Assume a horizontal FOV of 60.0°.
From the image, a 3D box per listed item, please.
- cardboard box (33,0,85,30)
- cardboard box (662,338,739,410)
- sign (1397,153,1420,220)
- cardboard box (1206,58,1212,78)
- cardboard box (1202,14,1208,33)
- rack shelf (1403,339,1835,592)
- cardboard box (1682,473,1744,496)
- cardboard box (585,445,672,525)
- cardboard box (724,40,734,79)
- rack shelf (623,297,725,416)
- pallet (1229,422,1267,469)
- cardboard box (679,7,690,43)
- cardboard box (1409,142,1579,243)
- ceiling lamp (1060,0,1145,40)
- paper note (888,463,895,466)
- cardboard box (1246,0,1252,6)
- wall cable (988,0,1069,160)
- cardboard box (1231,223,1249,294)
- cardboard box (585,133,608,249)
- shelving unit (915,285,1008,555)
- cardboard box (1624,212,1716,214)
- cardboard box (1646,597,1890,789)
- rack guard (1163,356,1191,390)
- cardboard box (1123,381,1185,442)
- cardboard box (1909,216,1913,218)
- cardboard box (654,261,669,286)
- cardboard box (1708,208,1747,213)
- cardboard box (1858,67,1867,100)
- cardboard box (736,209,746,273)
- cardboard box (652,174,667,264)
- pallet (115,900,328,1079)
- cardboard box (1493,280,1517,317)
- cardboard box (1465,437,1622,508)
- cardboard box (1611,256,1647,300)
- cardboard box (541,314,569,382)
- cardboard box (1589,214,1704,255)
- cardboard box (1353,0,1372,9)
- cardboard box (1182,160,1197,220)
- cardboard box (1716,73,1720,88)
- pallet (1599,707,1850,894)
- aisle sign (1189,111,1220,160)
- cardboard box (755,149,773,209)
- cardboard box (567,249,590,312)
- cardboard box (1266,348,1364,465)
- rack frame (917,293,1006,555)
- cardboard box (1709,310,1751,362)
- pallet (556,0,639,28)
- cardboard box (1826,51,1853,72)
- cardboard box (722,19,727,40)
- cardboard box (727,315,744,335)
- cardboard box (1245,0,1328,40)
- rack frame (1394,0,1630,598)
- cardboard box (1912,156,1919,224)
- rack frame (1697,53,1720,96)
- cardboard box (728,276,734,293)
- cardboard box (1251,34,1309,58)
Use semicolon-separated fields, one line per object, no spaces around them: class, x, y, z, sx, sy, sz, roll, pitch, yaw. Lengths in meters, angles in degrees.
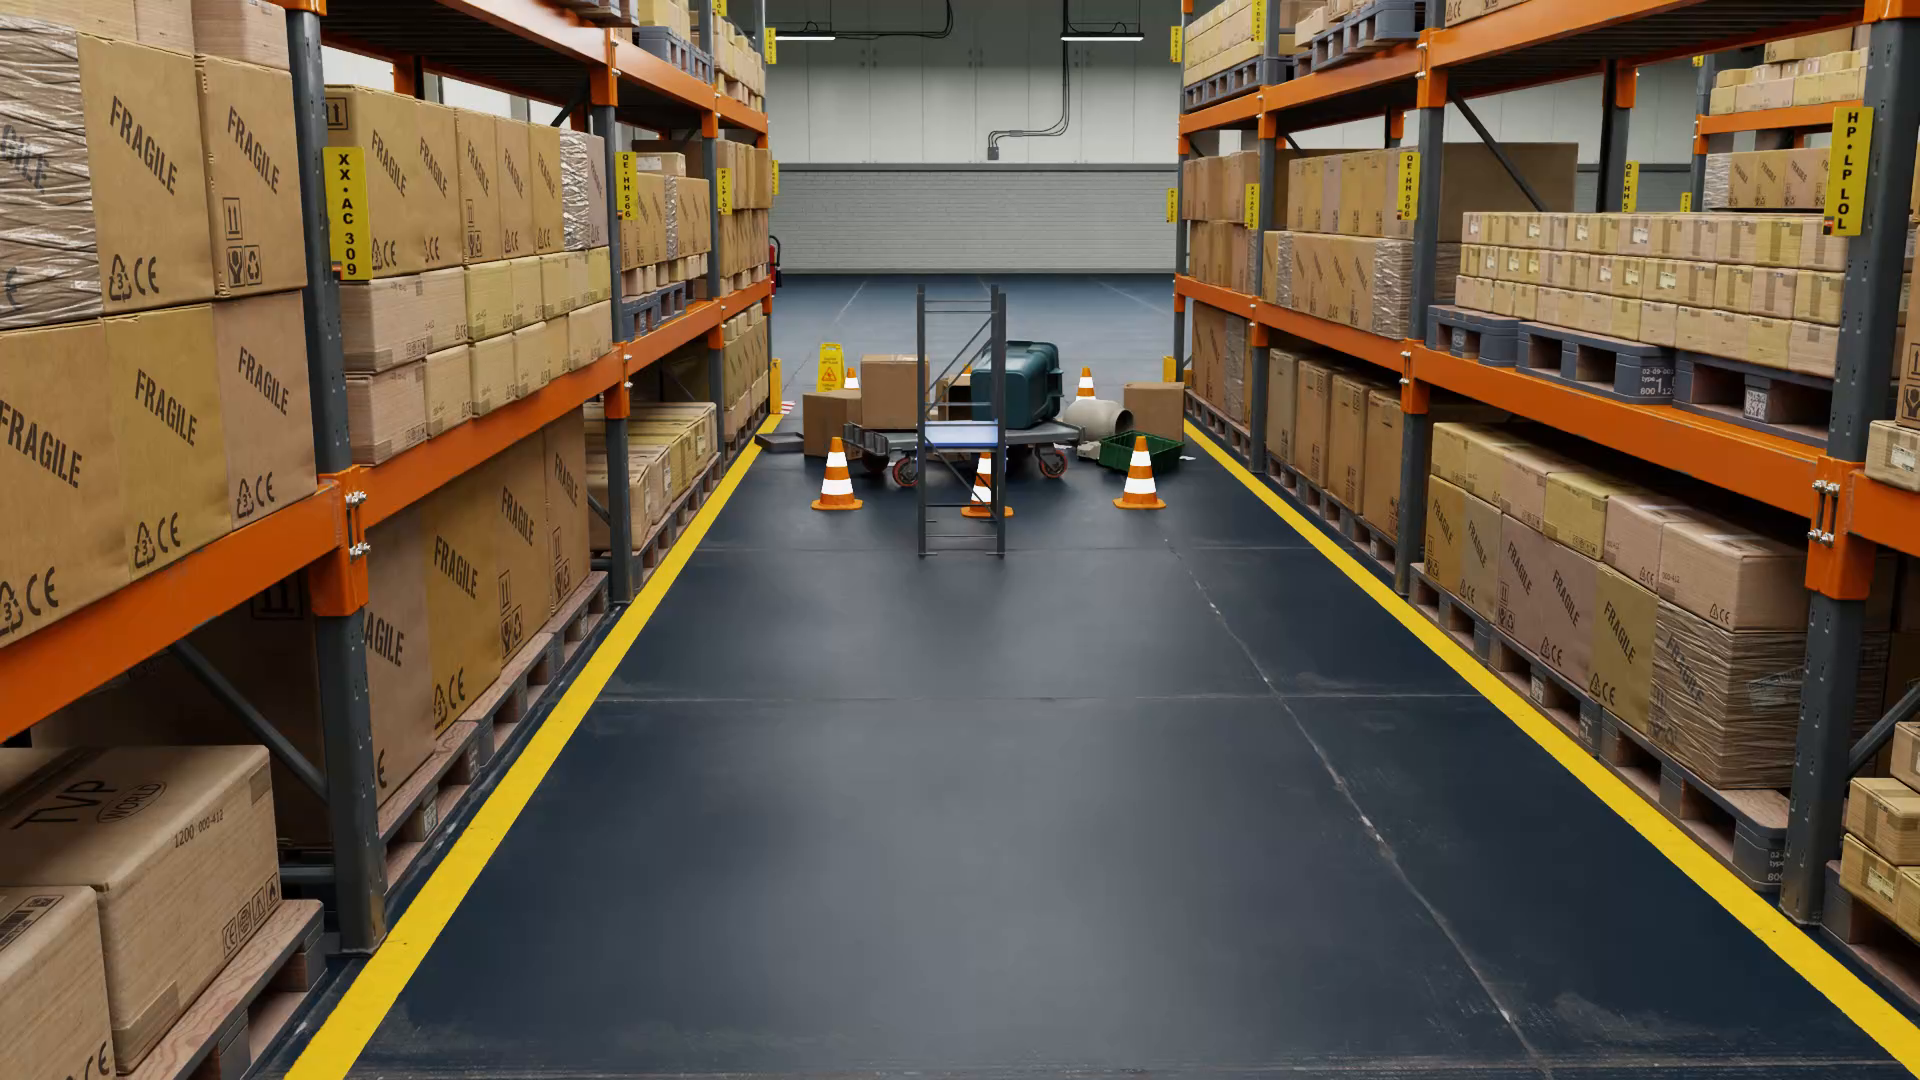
cardboard box;-1.848;-0.996;3.026;0.380;0.149;0.250;0;11;-2
cardboard box;-1.995;-1.286;12.827;0.500;0.500;0.500;0;11;2
sign;2.221;-1.752;8.236;0.100;0.325;0.005;0;11;-1
cardboard box;2.324;-4.059;14.301;0.380;0.149;0.250;0;11;-2
cardboard box;2.320;-4.500;14.471;0.380;0.149;0.250;0;11;-2
rack shelf;2.818;-0.437;6.478;1.077;0.370;4.000;0;11;-1
cardboard box;3.088;-0.095;6.330;0.500;0.250;0.500;0;11;1
cardboard box;-2.196;-0.324;9.663;0.950;0.372;0.625;0;11;-2
cardboard box;-2.009;-3.675;12.715;0.500;0.250;0.500;0;11;-2
rack shelf;-2.212;-1.192;10.198;1.077;0.370;4.000;0;11;-1
pallet;2.756;-0.767;13.309;1.003;0.211;1.213;0;11;-1
cardboard box;-2.096;-3.429;11.192;0.500;0.250;0.500;0;11;-2
cardboard box;2.777;-1.815;8.697;0.700;0.500;0.500;0;11;-1
ceiling lamp;3.412;-13.620;39.878;2.000;3.185;0.800;0;11;-1
paper note;-0.558;-0.599;12.935;0.148;0.019;0.142;0;11;-1
cardboard box;2.362;-4.096;12.481;0.380;0.149;0.250;0;11;-1
wall cable;1.948;-13.771;46.751;2.305;6.003;0.169;0;11;-1
cardboard box;2.640;-2.238;13.170;0.875;0.550;0.550;0;11;-1
cardboard box;-1.898;-1.584;7.556;0.500;0.500;0.500;-1;11;-3
shelving unit;-0.002;-0.752;9.994;0.538;1.500;1.048;0;11;-1
cardboard box;3.248;-1.416;7.573;0.380;0.149;0.250;0;11;-2
cardboard box;2.592;0.481;5.374;0.500;0.500;0.500;0;11;-2
rack guard;2.610;-1.557;16.477;1.175;0.500;0.348;0;11;-1
cardboard box;1.636;-1.063;14.034;0.500;0.500;0.500;2;12;9
cardboard box;3.293;-1.002;5.535;0.380;0.149;0.250;0;11;-2
cardboard box;-1.976;-1.616;10.057;0.380;0.149;0.250;0;11;1
cardboard box;7.556;-2.863;15.627;0.875;0.500;0.500;0;11;-1
cardboard box;7.384;-3.572;12.957;0.500;0.250;0.500;0;11;0
cardboard box;-2.015;-2.425;13.467;0.500;0.500;0.500;0;11;-2
cardboard box;-1.984;-1.847;9.562;0.500;0.500;0.500;0;11;0
pallet;-2.150;1.167;3.778;1.003;0.211;1.213;0;11;-1
cardboard box;2.595;-1.073;7.379;0.380;0.149;0.250;0;11;2
cardboard box;2.559;-0.296;7.321;0.500;0.250;0.500;0;11;-2
cardboard box;2.622;-0.961;6.078;0.380;0.149;0.250;0;11;-1
cardboard box;-1.880;-0.772;6.697;0.500;0.250;0.500;0;11;-2
cardboard box;2.622;-1.158;6.301;0.380;0.149;0.250;0;11;-2
cardboard box;2.455;-3.075;9.043;0.500;0.311;0.500;0;11;-1
cardboard box;2.580;-3.306;15.718;0.875;0.550;0.550;0;11;-1
cardboard box;7.347;-4.314;15.609;0.380;0.149;0.250;0;11;-2
pallet;2.841;0.820;5.487;1.003;0.211;1.213;0;11;-1
aisle sign;2.310;-4.064;16.010;0.394;0.787;0.004;0;11;-1
cardboard box;-1.991;-3.119;14.377;0.700;0.500;0.500;0;11;-2
cardboard box;-1.892;-1.121;7.160;0.500;0.250;0.500;-1;11;-3
cardboard box;2.796;-0.962;11.861;1.050;0.750;0.750;0;11;-1
rack frame;0.009;-0.651;9.495;0.500;1.500;0.032;0;11;-1
cardboard box;2.644;-0.654;5.314;0.380;0.149;0.250;0;11;-1
pallet;-2.104;-2.396;7.257;1.213;0.211;1.003;0;11;1
cardboard box;7.327;-3.900;13.568;0.380;0.149;0.250;0;11;2
cardboard box;-1.964;-3.848;12.562;0.380;0.149;0.250;-1;11;-3
cardboard box;-1.951;-1.731;13.389;0.380;0.149;0.250;0;11;1
cardboard box;2.427;-3.876;12.398;0.500;0.250;0.500;0;11;-2
rack frame;2.776;-1.187;8.366;1.000;3.000;0.127;0;11;-1
cardboard box;2.625;-0.986;3.861;0.500;0.500;0.500;0;11;0
rack frame;7.572;-5.718;15.610;1.000;3.000;0.127;0;11;-1
cardboard box;-2.002;-2.035;13.175;0.380;0.149;0.250;0;11;1
cardboard box;2.366;-3.655;12.311;0.380;0.149;0.250;0;11;-1
